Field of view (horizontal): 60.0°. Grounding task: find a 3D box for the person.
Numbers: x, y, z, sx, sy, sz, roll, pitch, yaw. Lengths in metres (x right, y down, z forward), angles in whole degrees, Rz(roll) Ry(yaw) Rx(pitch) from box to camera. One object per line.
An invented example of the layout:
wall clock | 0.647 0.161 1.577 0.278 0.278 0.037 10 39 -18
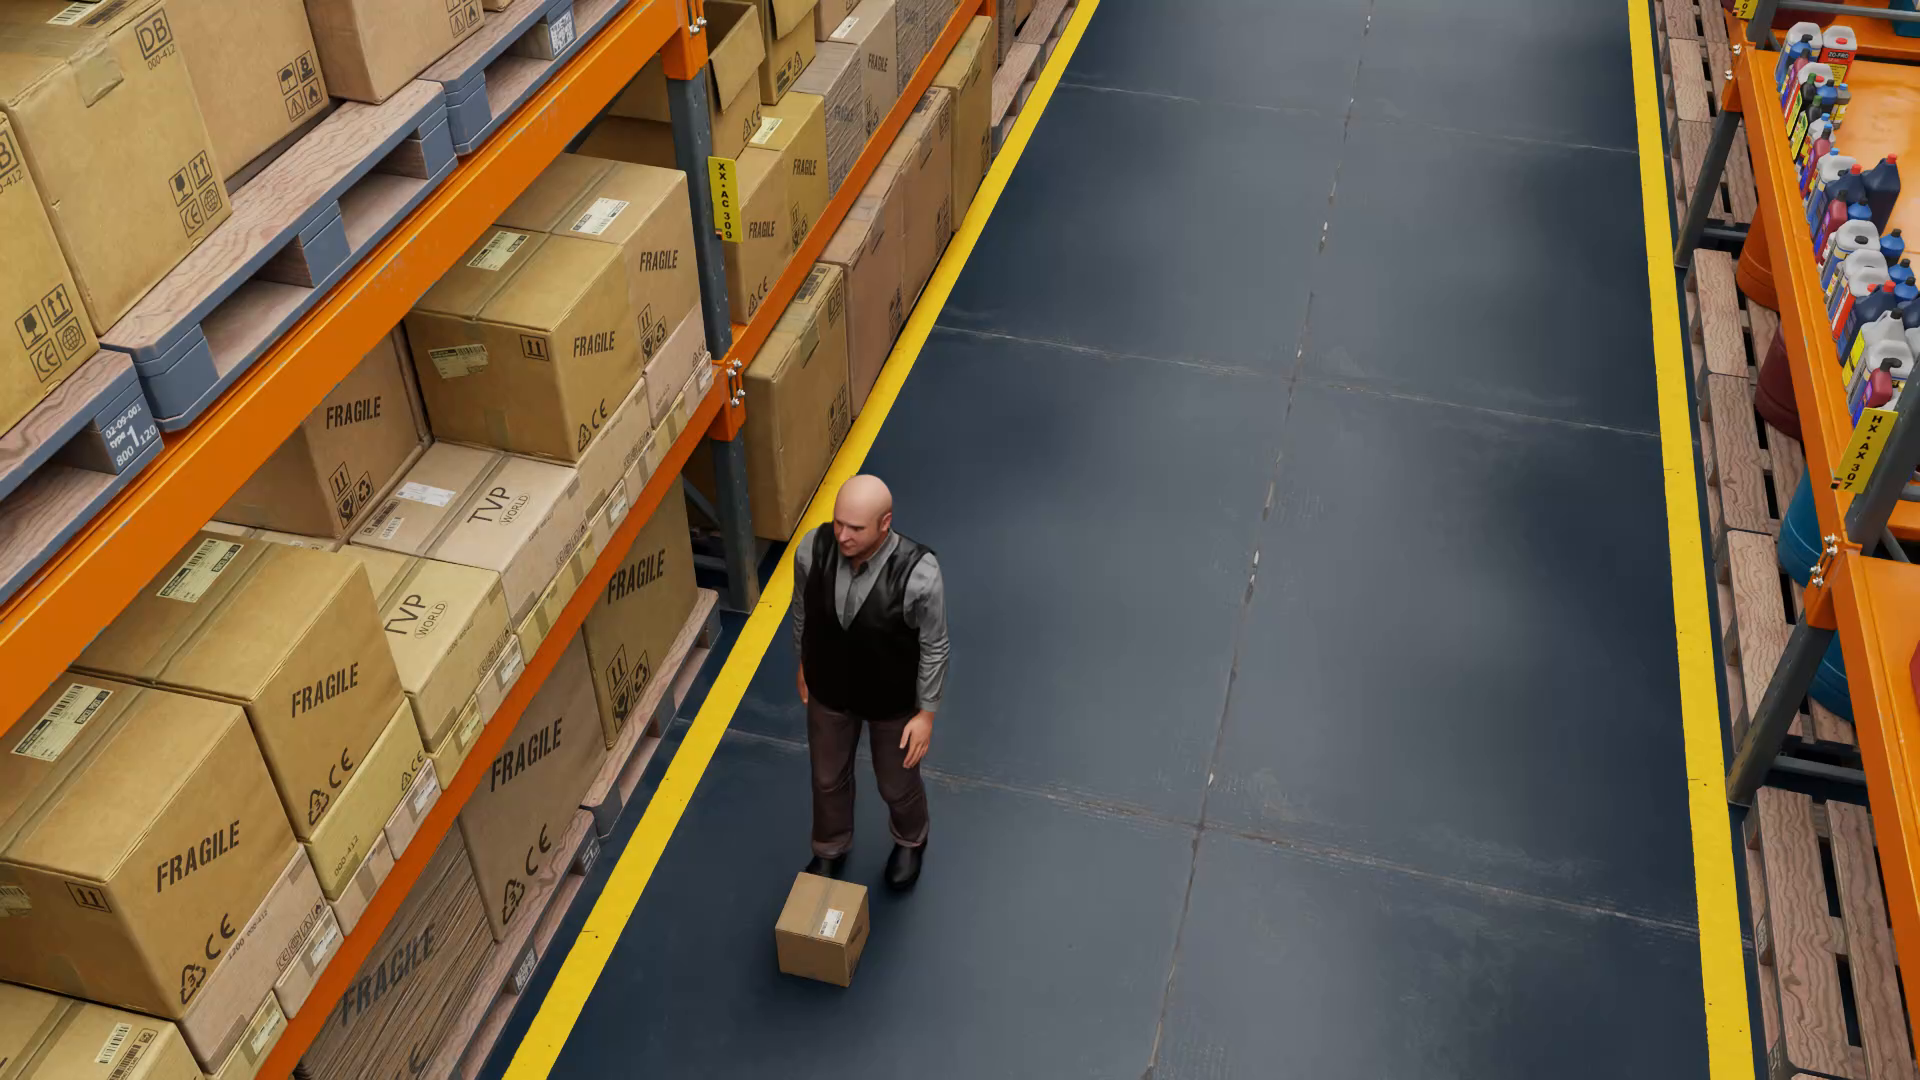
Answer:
person | -0.330 0.543 5.533 0.574 1.730 0.502 13 43 15
